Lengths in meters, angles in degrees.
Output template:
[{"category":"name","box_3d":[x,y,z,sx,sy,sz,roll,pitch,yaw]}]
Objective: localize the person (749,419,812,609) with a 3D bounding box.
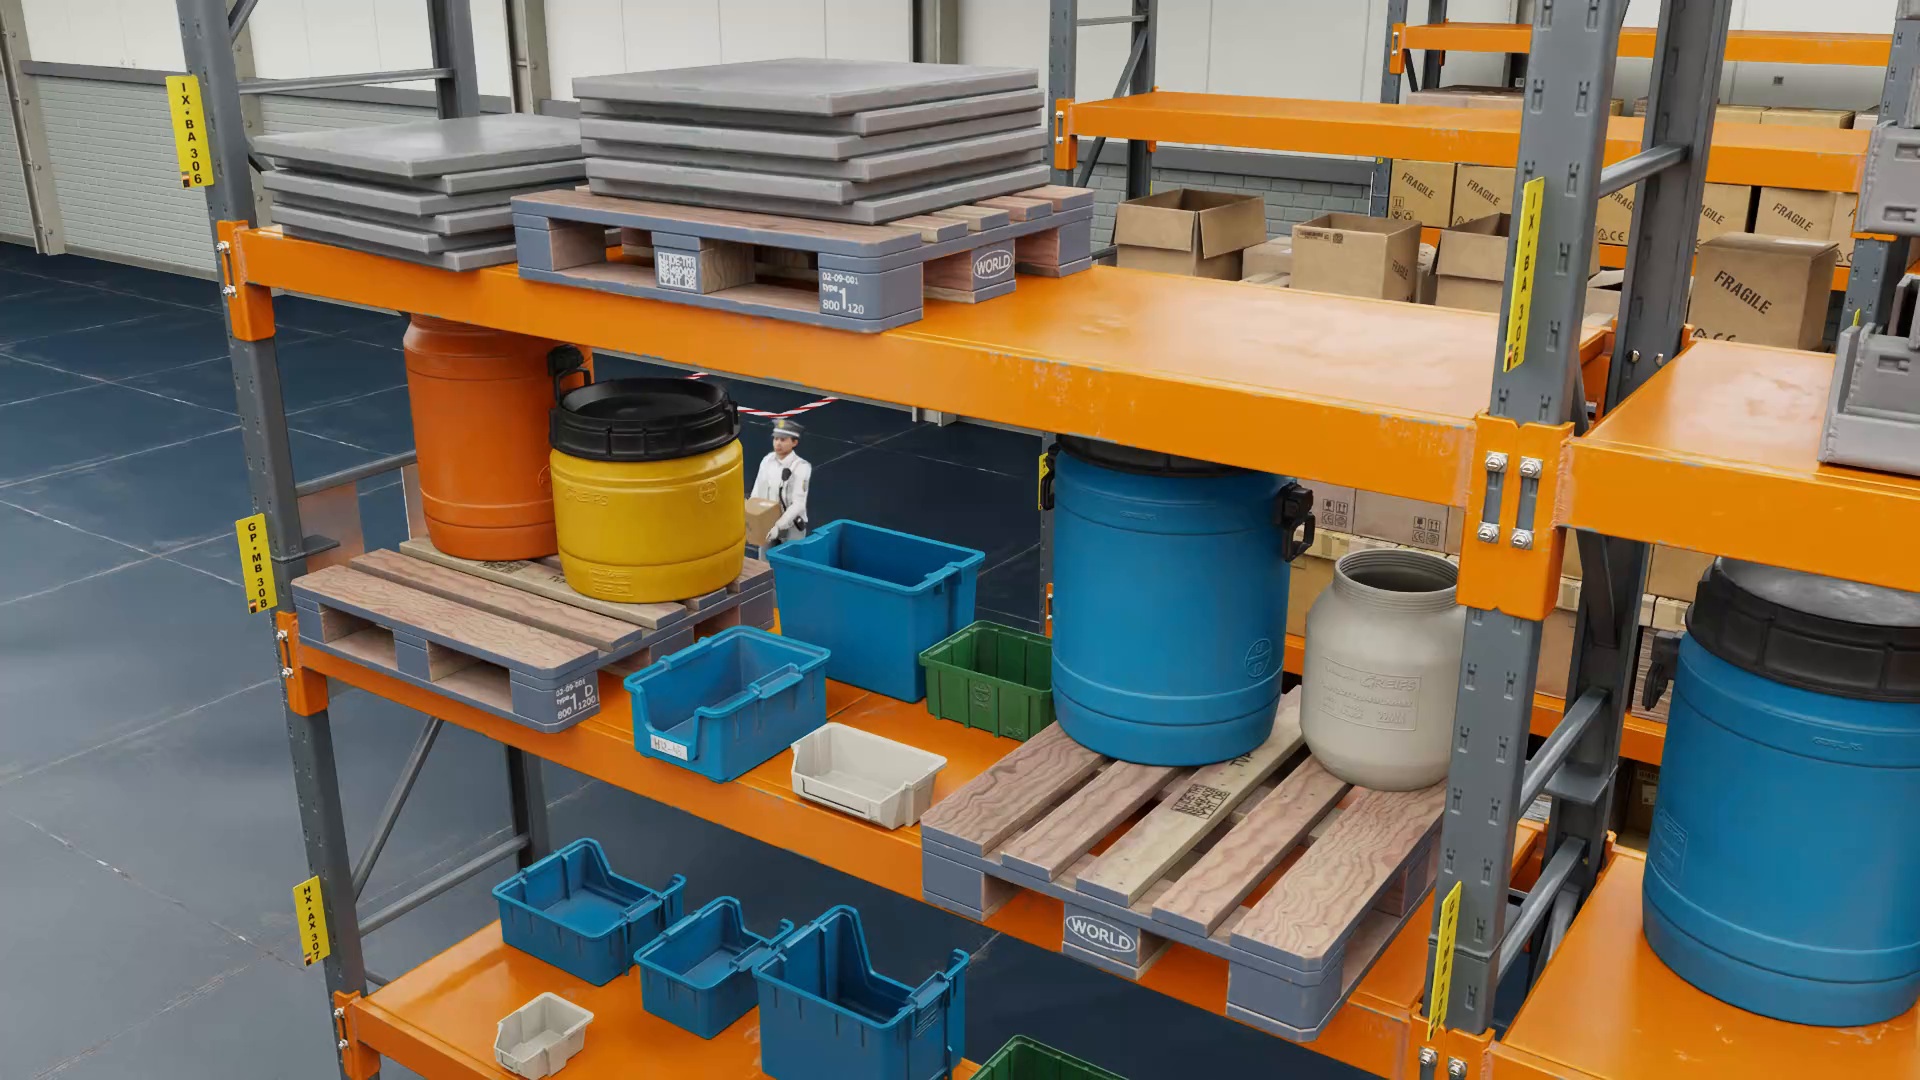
[{"category":"person","box_3d":[-1.337,-0.060,12.186,0.467,1.695,0.554,13,24,32]}]
